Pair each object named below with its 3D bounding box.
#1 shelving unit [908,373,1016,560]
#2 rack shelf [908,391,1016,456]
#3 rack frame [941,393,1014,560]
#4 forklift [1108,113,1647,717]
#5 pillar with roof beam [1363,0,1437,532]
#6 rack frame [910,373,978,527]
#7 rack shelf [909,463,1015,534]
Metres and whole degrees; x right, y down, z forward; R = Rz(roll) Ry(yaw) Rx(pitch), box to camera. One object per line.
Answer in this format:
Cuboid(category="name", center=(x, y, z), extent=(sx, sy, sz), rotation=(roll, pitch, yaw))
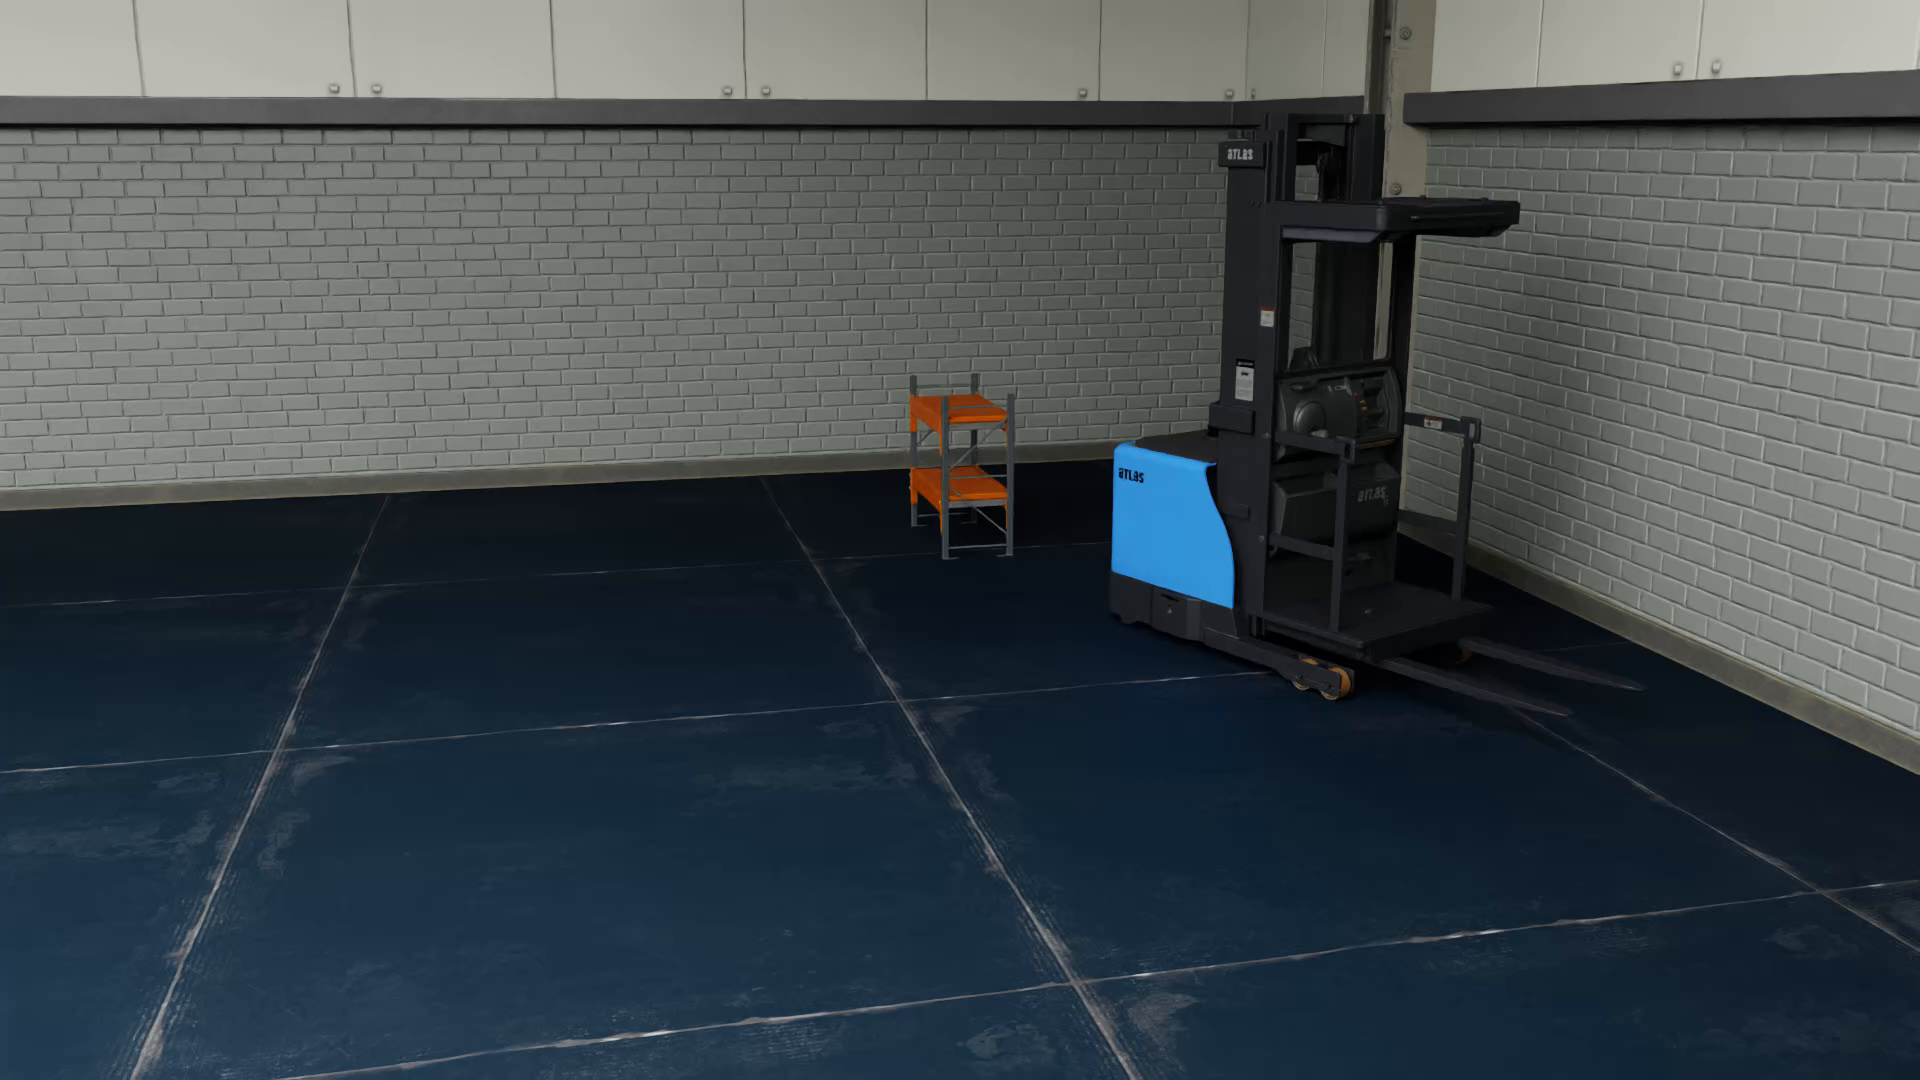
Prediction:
Cuboid(category="shelving unit", center=(0.002, -0.545, 11.787), extent=(0.538, 1.125, 1.048), rotation=(-3, 14, -13))
Cuboid(category="rack shelf", center=(0.002, -0.829, 11.718), extent=(0.538, 0.278, 1.000), rotation=(-3, 14, -13))
Cuboid(category="rack frame", center=(0.121, -0.428, 11.307), extent=(0.500, 1.125, 0.032), rotation=(-3, 14, -13))
Cuboid(category="forklift", center=(2.163, -0.732, 8.747), extent=(1.130, 2.935, 3.031), rotation=(-10, 17, -35))
Cuboid(category="pillar with roof beam", center=(-1.136, -4.229, 10.274), extent=(9.100, 9.000, 0.400), rotation=(-3, 14, -13))
Cuboid(category="rack frame", center=(-0.118, -0.662, 12.267), extent=(0.500, 1.125, 0.032), rotation=(-3, 14, -13))
Cuboid(category="rack shelf", center=(0.002, -0.307, 11.845), extent=(0.538, 0.278, 1.000), rotation=(-3, 14, -13))
